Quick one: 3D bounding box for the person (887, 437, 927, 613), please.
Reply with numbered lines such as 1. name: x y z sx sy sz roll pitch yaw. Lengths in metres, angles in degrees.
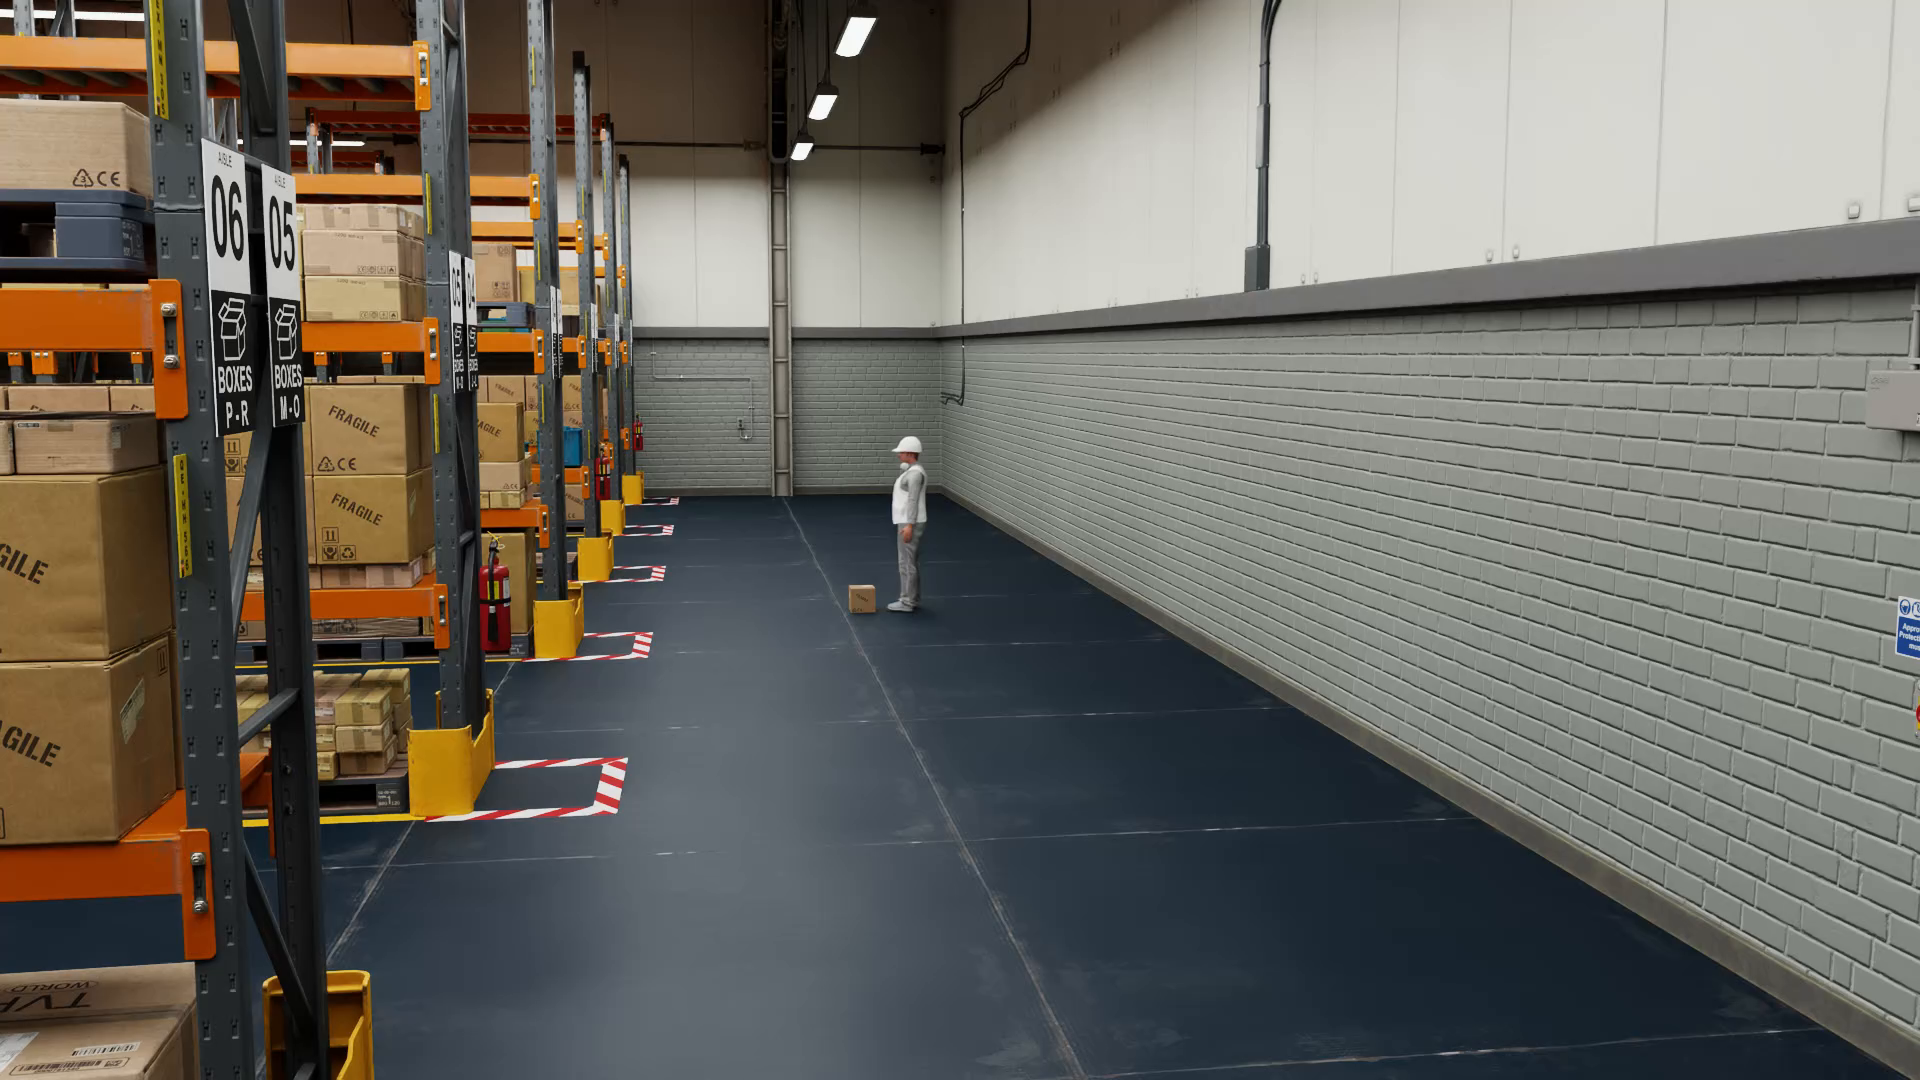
1. person: -0.541 -0.164 17.022 0.403 1.789 0.559 0 6 1
